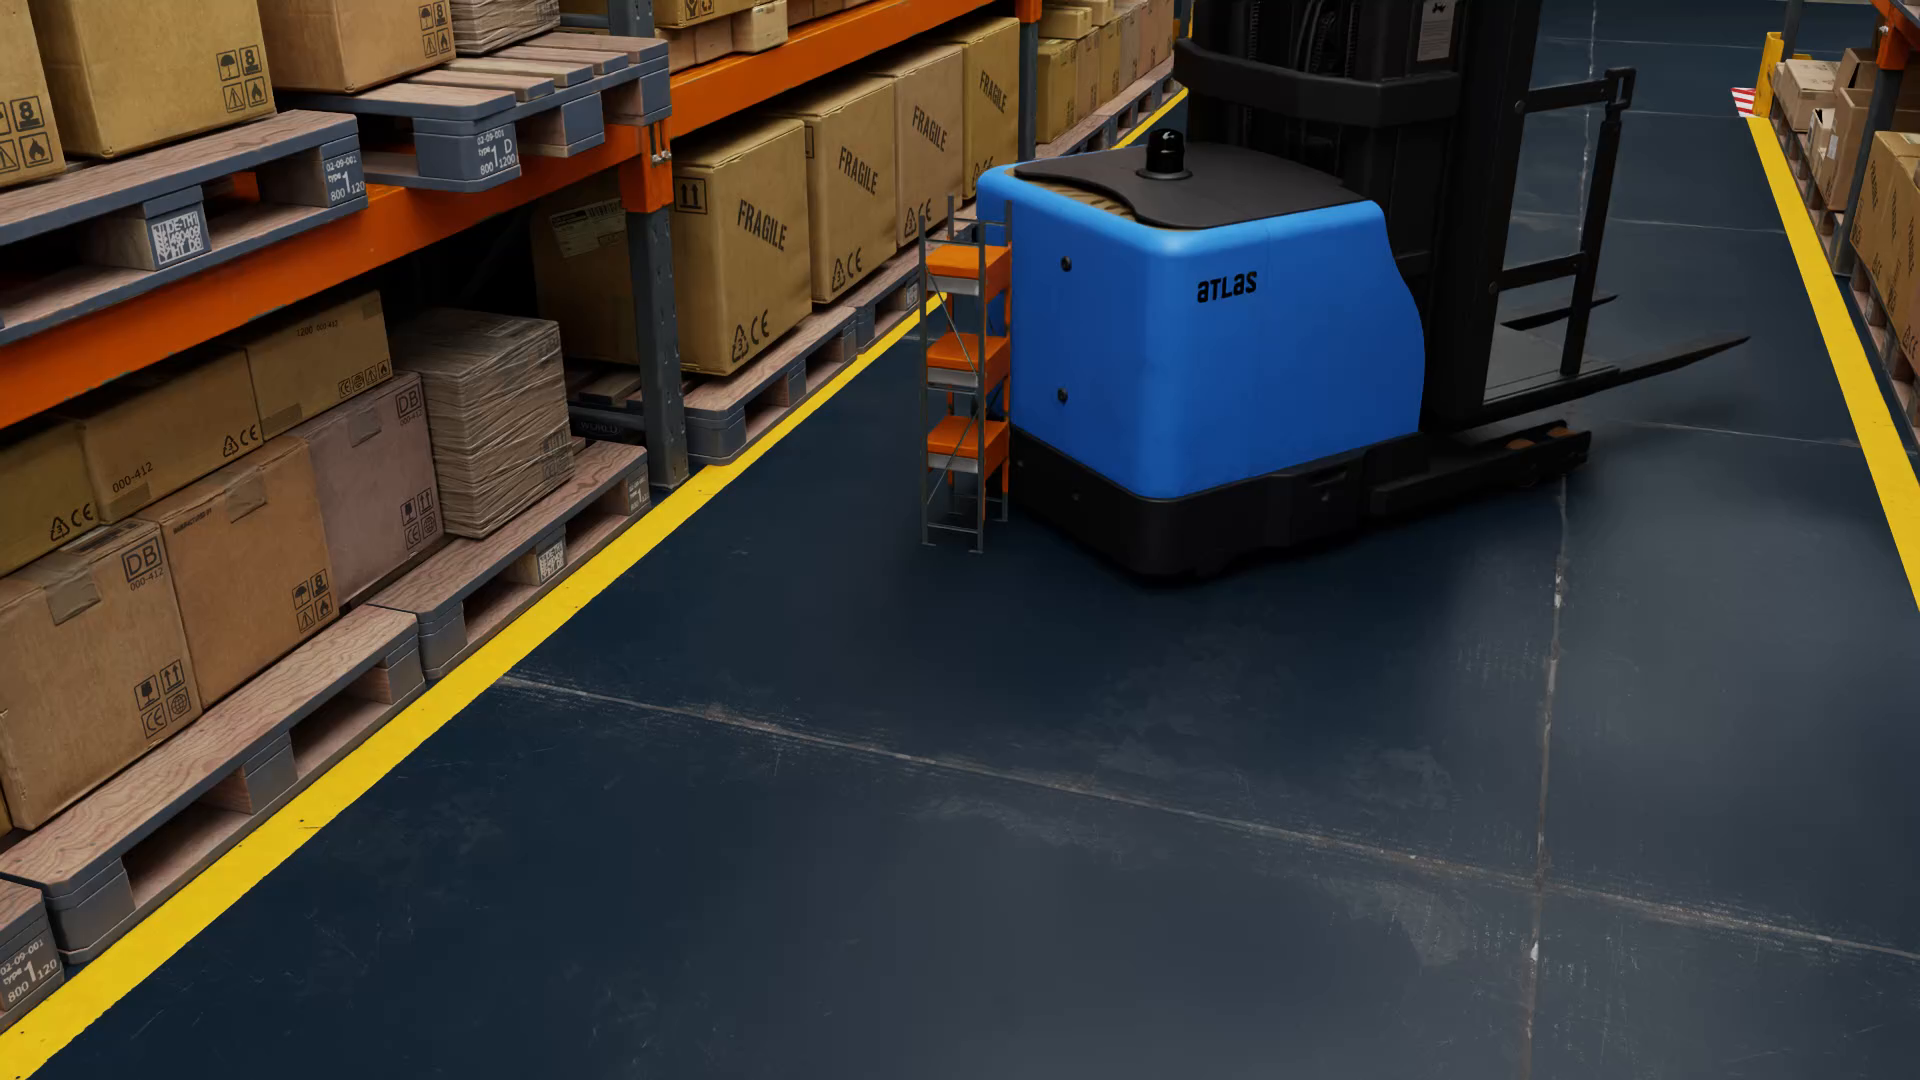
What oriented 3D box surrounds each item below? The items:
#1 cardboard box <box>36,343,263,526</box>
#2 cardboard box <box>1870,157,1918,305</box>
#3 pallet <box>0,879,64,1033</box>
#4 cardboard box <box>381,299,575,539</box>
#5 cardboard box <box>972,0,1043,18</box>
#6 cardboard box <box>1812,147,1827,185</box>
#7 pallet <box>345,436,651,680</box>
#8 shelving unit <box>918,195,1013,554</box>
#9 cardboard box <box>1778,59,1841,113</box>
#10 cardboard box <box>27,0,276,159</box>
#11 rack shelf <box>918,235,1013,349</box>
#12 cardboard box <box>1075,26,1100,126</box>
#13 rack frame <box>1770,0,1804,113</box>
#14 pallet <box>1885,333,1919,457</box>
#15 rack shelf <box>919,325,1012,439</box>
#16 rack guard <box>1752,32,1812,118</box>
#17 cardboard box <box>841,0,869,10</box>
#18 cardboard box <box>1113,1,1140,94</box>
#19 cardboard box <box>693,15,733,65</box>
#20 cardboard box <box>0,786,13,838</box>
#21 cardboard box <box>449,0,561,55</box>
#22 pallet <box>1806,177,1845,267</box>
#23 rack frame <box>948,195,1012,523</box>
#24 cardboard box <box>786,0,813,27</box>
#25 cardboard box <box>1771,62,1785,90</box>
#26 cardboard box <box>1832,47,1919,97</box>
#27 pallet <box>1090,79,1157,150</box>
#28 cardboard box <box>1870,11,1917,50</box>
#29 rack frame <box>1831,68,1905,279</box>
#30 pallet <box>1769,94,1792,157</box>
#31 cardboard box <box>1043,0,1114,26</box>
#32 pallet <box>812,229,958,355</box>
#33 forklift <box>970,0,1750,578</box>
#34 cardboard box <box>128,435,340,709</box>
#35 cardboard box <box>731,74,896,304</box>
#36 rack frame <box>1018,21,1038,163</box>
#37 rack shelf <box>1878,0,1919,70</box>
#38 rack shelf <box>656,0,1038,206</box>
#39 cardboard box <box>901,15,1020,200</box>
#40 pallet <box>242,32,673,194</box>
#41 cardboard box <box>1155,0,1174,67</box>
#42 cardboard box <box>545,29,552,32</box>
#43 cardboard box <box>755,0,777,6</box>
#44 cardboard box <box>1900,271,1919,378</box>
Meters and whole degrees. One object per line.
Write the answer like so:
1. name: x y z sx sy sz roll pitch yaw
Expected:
1. cardboard box: -2.021 -0.278 3.885 0.500 0.250 0.500 9 27 17
2. cardboard box: 4.031 -1.224 6.699 0.500 0.500 0.500 9 27 18
3. pallet: -2.488 0.970 3.003 1.003 0.211 1.213 9 27 17
4. cardboard box: -1.605 -0.378 4.952 0.700 0.500 0.500 9 27 18
5. cardboard box: 0.287 -3.195 10.048 0.380 0.149 0.250 8 27 16
6. cardboard box: 4.579 -1.888 8.474 0.380 0.149 0.250 9 27 17
7. pallet: -1.676 -0.032 5.074 1.003 0.211 1.213 9 27 17
8. shelving unit: 0.018 -0.495 5.067 0.215 1.050 0.252 9 27 17
9. cardboard box: 5.305 -2.752 10.141 0.500 0.250 0.500 9 27 17
10. cardboard box: -1.956 -1.141 3.546 0.700 0.500 0.500 9 27 17
11. rack shelf: 0.018 -0.740 4.948 0.215 0.259 0.240 9 27 17
12. cardboard box: 0.432 -2.814 10.007 0.700 0.500 0.500 8 27 17
13. rack frame: 5.920 -4.179 10.439 1.000 3.000 0.127 9 27 17
14. pallet: 3.949 -0.437 5.911 1.003 0.211 1.213 9 27 17
15. rack shelf: 0.018 -0.485 5.071 0.215 0.259 0.240 9 27 17
16. rack guard: 5.895 -3.023 10.919 1.175 0.500 0.348 9 27 17
17. cardboard box: -0.587 -2.238 6.695 0.380 0.149 0.250 9 27 18
18. cardboard box: 0.775 -3.245 10.897 0.700 0.500 0.500 8 27 16
19. cardboard box: -0.995 -1.708 5.601 0.380 0.149 0.250 9 27 18
20. cardboard box: -2.392 0.438 3.267 0.700 0.500 0.500 8 27 16
21. cardboard box: -1.562 -1.657 4.610 0.700 0.500 0.500 6 26 11
22. pallet: 4.818 -1.562 8.234 1.003 0.211 1.213 9 27 17
23. rack frame: 0.058 -0.545 5.170 0.200 1.050 0.008 9 27 17
24. cardboard box: -0.781 -2.034 6.275 0.380 0.149 0.250 9 27 19
25. cardboard box: 5.456 -2.972 10.712 0.380 0.149 0.250 9 27 17
26. cardboard box: 5.209 -2.382 9.088 0.797 0.503 0.637 9 27 17
27. pallet: 0.647 -2.801 10.793 1.003 0.211 1.213 9 27 17
28. cardboard box: 5.971 -2.993 10.353 0.500 0.500 0.500 9 27 17
29. rack frame: 4.589 -2.535 7.044 1.000 3.000 0.127 9 27 17
30. pallet: 5.630 -2.565 10.305 1.003 0.211 1.213 9 27 17
31. cardboard box: 0.721 -3.229 10.119 0.380 0.149 0.250 8 27 16
32. pallet: -0.674 -1.166 7.416 1.003 0.211 1.213 9 27 17
33. forklift: 1.558 -1.674 5.344 3.031 2.935 1.130 -15 30 -28
34. cardboard box: -2.025 0.025 4.119 0.700 0.500 0.500 9 27 17
35. cardboard box: -0.749 -1.472 6.833 0.750 0.750 0.750 9 27 17
36. rack frame: -0.084 -3.252 8.525 1.000 3.000 0.127 9 27 17
37. rack shelf: 3.923 -1.389 5.503 1.077 0.370 4.000 9 27 17
38. rack shelf: -0.749 -2.106 6.984 1.077 0.370 4.000 9 27 17
39. cardboard box: -0.178 -2.187 8.311 0.750 0.750 0.750 9 27 18
40. pallet: -1.552 -1.214 4.535 1.213 0.211 1.003 9 27 17
41. cardboard box: 1.109 -3.658 11.749 0.700 0.500 0.500 9 27 17
42. cardboard box: -1.548 -1.675 5.533 0.380 0.149 0.250 9 27 18
43. cardboard box: -0.829 -2.172 5.816 0.500 0.500 0.500 10 27 19
44. cardboard box: 3.689 -0.812 5.848 0.500 0.500 0.500 8 27 15
